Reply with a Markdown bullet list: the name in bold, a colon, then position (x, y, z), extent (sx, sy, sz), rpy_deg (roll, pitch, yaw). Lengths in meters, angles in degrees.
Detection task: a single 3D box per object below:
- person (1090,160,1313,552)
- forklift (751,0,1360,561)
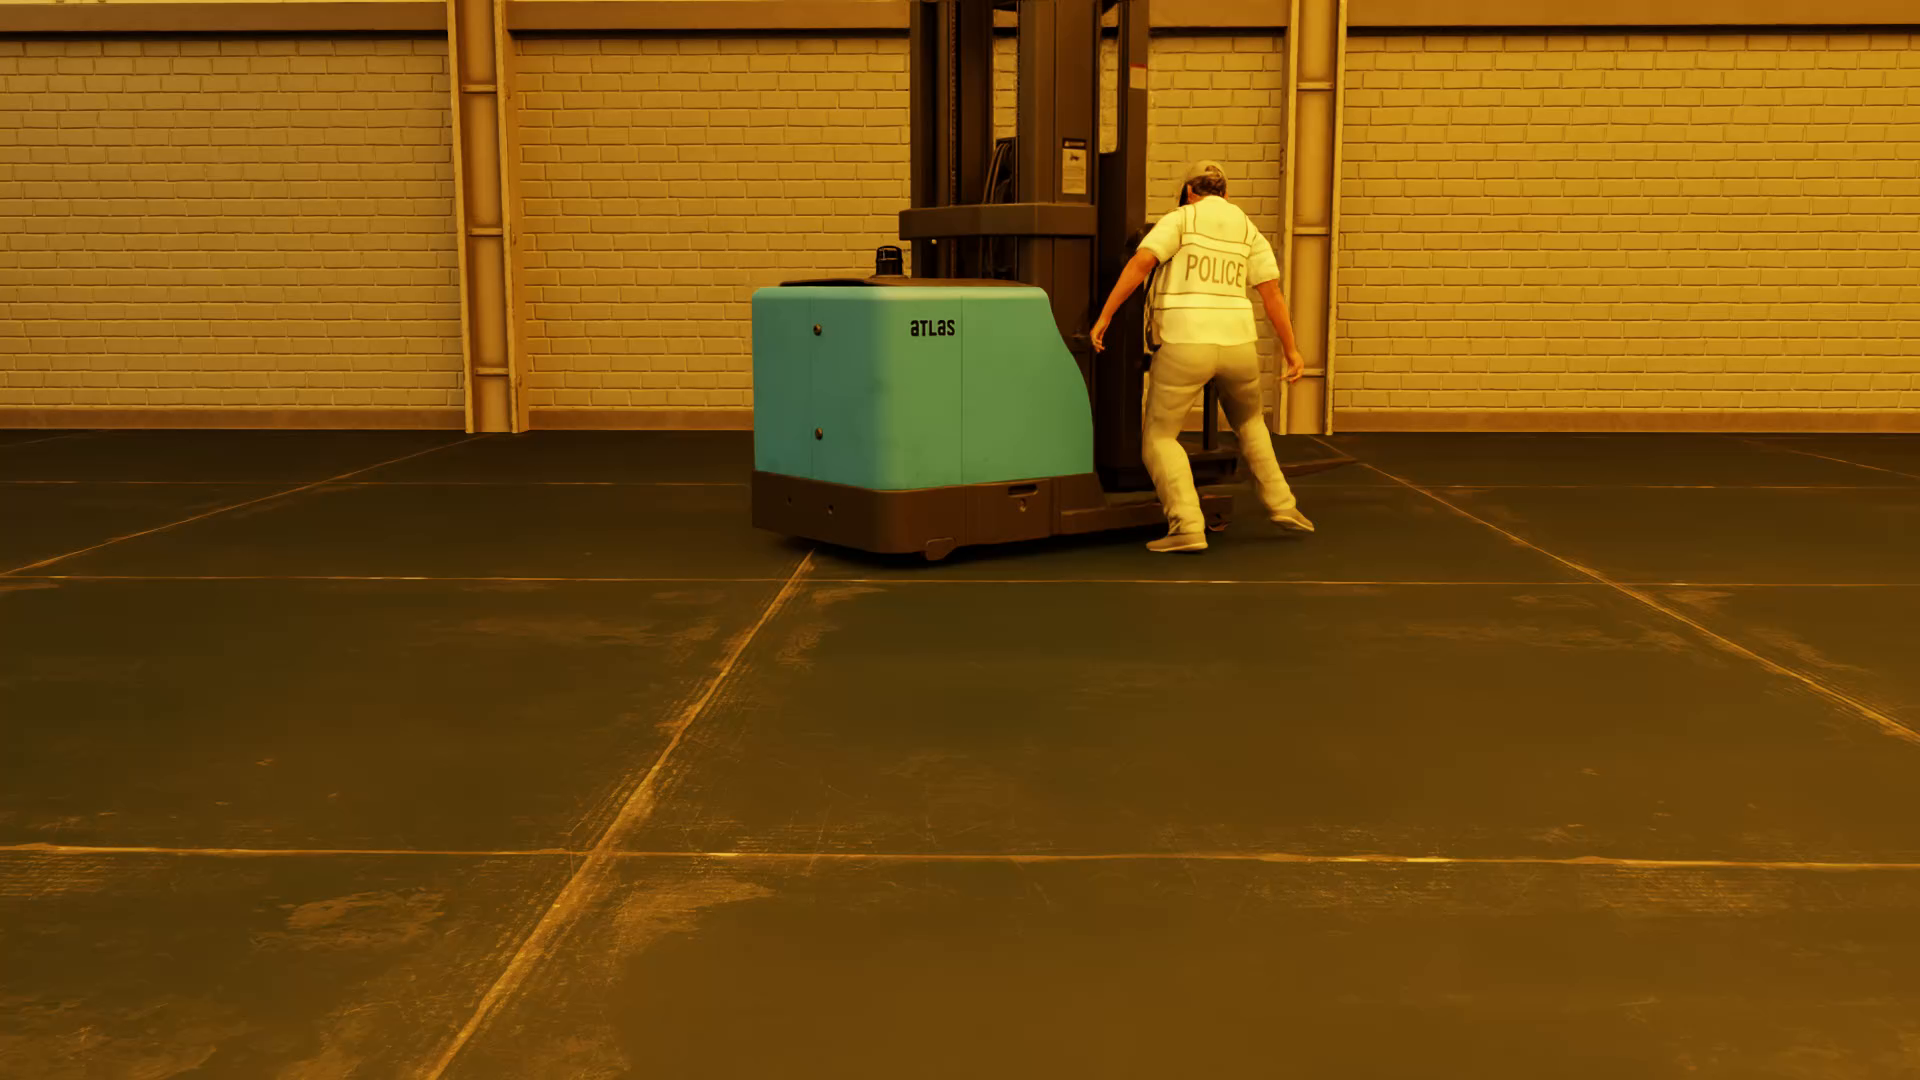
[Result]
- **person**: position (1.033, -0.760, 6.899), extent (1.061, 1.612, 0.521), rpy_deg (-3, 9, -20)
- **forklift**: position (0.589, -1.522, 7.386), extent (3.031, 2.935, 1.130), rpy_deg (-7, 11, -38)
